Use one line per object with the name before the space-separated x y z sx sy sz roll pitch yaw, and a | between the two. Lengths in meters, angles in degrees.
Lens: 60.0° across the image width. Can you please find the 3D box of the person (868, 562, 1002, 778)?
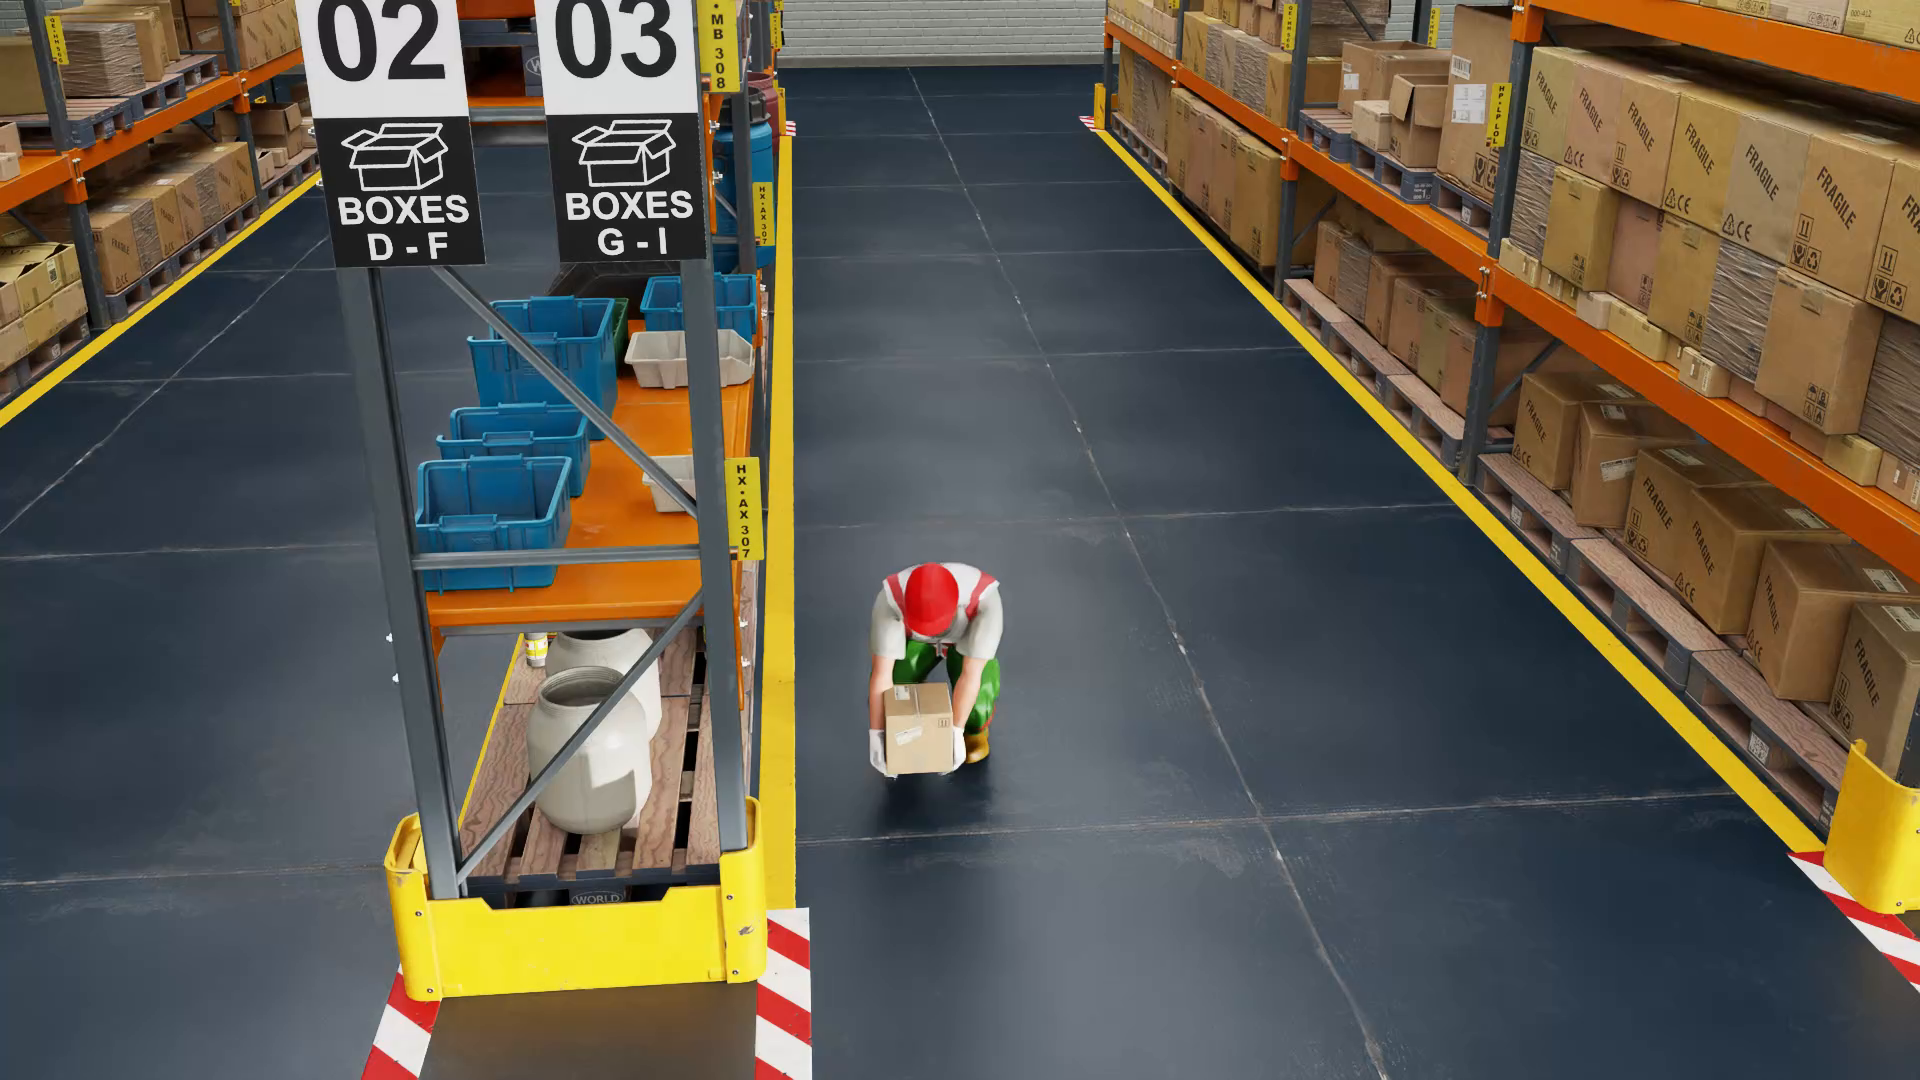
person | -0.091 0.444 6.538 0.544 1.008 0.897 5 24 11
